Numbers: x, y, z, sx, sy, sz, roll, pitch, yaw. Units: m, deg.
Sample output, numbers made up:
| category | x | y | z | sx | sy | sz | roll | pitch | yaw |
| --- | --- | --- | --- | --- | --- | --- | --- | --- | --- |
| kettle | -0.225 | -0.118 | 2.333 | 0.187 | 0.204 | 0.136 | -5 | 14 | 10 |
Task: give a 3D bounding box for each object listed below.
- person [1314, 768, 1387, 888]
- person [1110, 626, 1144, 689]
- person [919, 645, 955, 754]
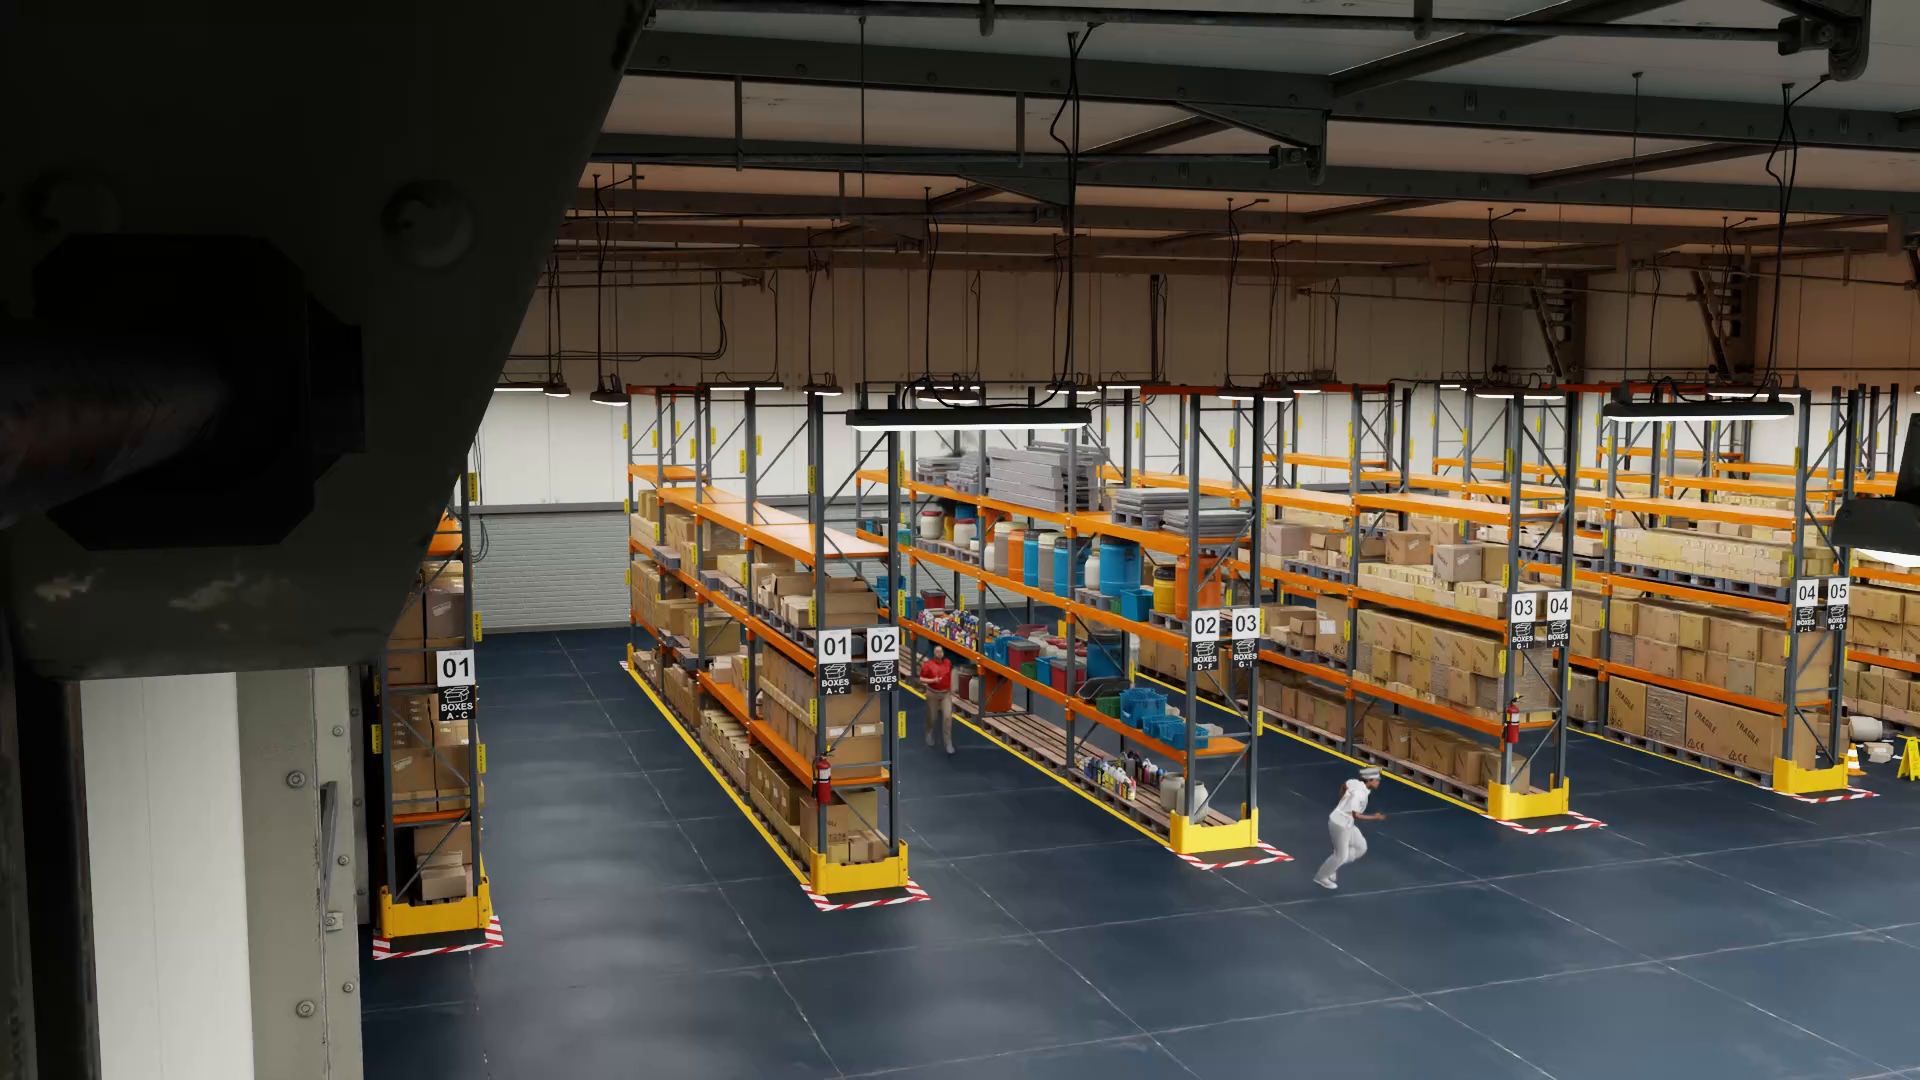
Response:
| category | x | y | z | sx | sy | sz | roll | pitch | yaw |
| --- | --- | --- | --- | --- | --- | --- | --- | --- | --- |
| person | 4.770 | 3.492 | 20.283 | 0.851 | 1.513 | 0.592 | 2 | 6 | 20 |
| person | 3.299 | 2.110 | 32.227 | 0.687 | 1.774 | 0.815 | -3 | 7 | -28 |
| person | -0.350 | 2.598 | 27.523 | 0.658 | 1.724 | 0.936 | -2 | 6 | -19 |
